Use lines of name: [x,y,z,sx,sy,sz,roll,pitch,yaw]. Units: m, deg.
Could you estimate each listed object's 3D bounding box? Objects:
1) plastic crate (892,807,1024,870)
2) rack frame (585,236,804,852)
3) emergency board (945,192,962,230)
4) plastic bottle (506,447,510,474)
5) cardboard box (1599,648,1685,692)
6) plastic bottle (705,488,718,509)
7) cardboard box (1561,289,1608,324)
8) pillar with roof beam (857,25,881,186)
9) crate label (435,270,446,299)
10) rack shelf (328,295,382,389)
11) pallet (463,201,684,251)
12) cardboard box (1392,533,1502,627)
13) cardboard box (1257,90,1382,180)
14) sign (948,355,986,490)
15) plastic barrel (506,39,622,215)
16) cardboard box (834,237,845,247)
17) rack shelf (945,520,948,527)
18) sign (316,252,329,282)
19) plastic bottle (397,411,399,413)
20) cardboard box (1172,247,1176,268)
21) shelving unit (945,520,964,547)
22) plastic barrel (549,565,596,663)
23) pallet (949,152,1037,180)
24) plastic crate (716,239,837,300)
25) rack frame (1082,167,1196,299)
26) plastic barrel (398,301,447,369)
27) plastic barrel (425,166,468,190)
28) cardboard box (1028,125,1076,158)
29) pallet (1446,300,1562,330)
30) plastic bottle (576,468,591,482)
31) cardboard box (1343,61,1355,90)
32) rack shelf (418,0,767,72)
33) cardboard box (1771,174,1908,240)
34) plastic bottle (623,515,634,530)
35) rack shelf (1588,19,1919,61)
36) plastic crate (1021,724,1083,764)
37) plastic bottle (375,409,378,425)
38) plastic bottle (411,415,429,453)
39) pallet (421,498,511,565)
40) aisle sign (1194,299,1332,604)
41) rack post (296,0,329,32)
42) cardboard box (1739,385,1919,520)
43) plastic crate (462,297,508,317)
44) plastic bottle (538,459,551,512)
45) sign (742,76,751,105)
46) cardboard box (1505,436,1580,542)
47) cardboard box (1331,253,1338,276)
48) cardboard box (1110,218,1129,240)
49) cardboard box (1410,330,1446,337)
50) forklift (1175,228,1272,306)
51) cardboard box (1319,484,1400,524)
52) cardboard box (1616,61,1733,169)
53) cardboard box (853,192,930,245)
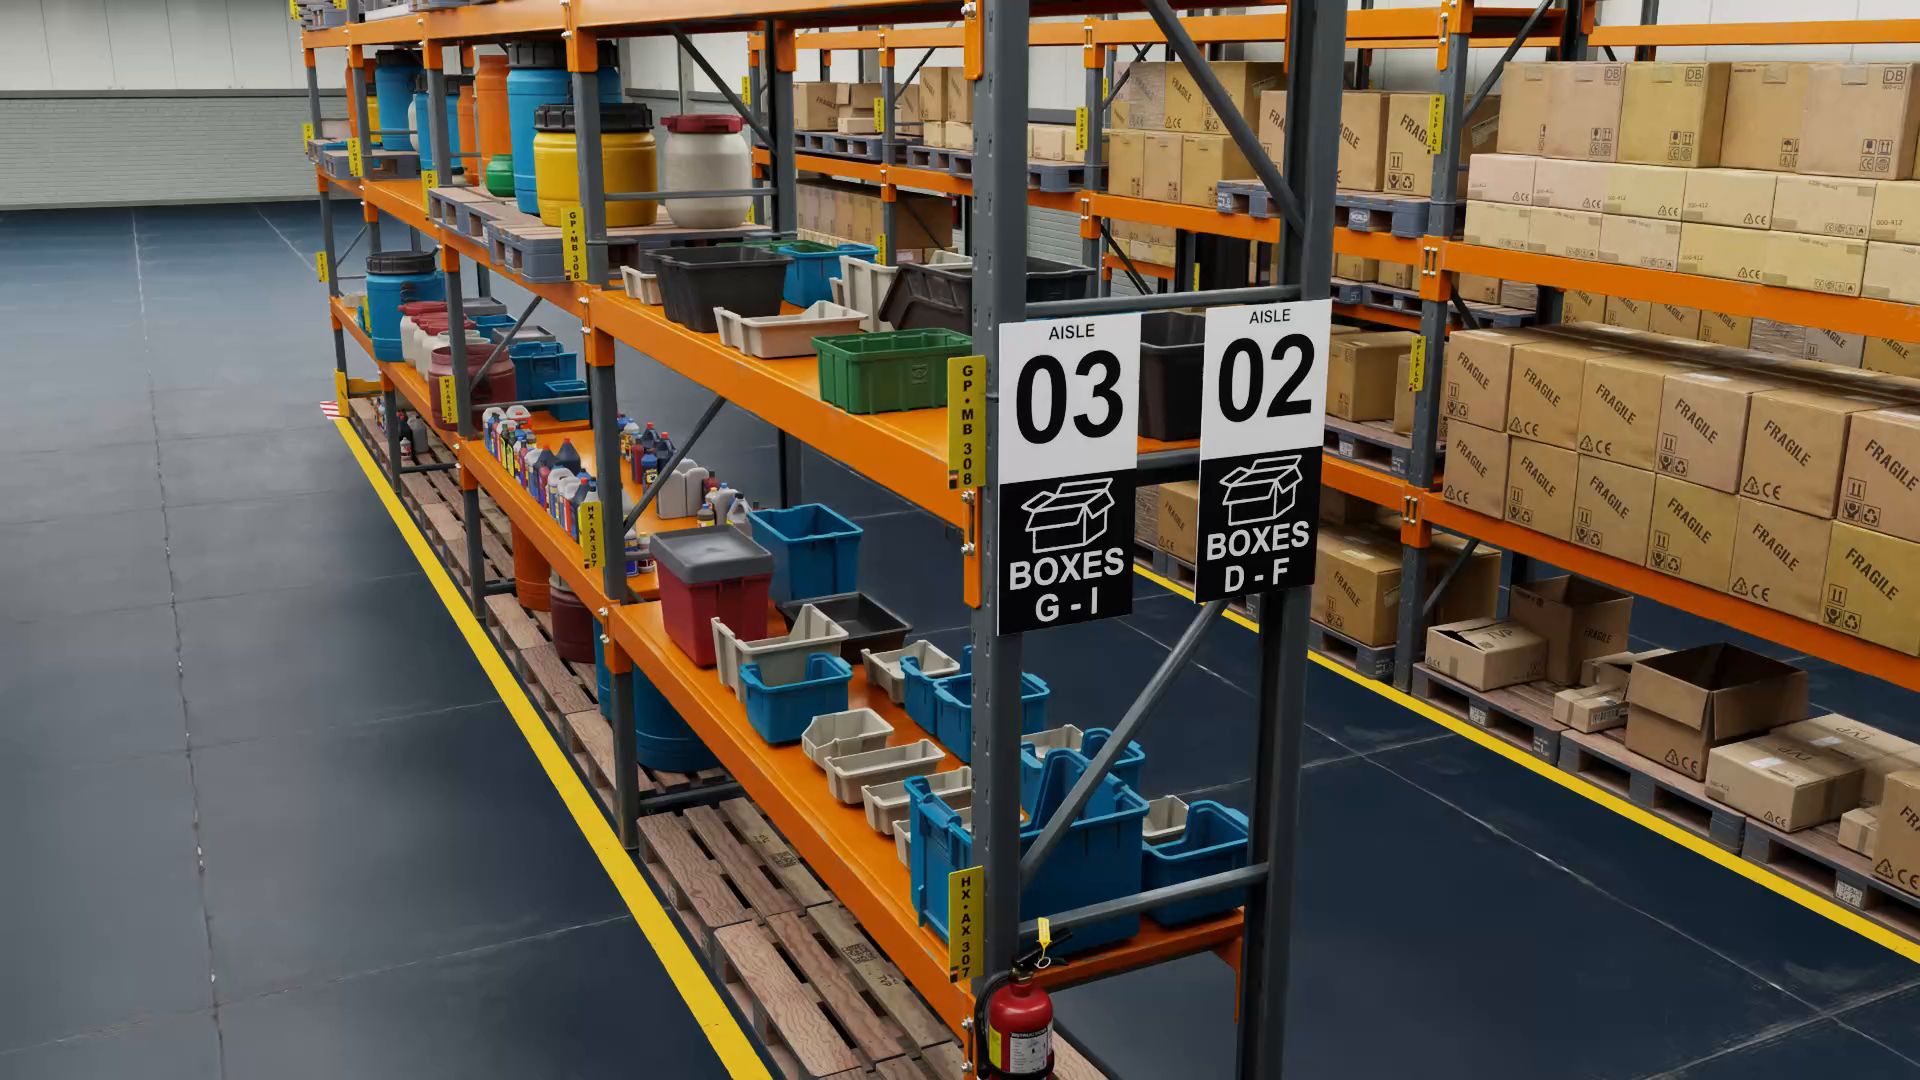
plastic crate: [-0.016,0.953,5.361,0.396,0.136,0.243,-8,18,-25]
rack frame: [-1.248,0.043,8.161,1.000,3.000,0.127,-8,18,-25]
emergency board: [-0.192,-6.165,29.797,0.194,1.169,0.643,-8,18,-25]
plastic bottle: [-2.814,-0.527,10.508,0.097,0.201,0.097,0,16,0]
cardboard box: [4.039,0.820,9.533,0.500,0.311,0.500,-8,18,-25]
plastic bottle: [-1.380,-0.193,9.345,0.097,0.201,0.097,0,16,0]
cardboard box: [5.888,-2.195,15.204,0.500,0.500,0.500,-7,17,-23]
pillar with roof beam: [-5.642,-9.399,30.189,9.100,9.000,0.400,-8,18,-25]
crate label: [-5.456,-2.525,17.049,0.502,0.435,0.616,-8,18,-25]
rack shelf: [-5.629,-2.090,16.901,1.077,0.370,4.000,-8,18,-25]
pallet: [-2.179,-1.771,9.388,1.003,0.211,1.213,-8,18,-25]
cardboard box: [3.213,0.286,11.048,0.500,0.500,0.500,-9,18,-27]
cardboard box: [2.465,-2.758,11.362,0.600,0.600,0.600,-8,18,-27]
sign: [0.017,-0.286,4.060,0.100,0.325,0.005,-8,18,-25]
plastic barrel: [-2.133,-2.246,9.031,0.600,0.901,0.708,-8,18,-25]
cardboard box: [-1.165,-3.254,18.295,0.380,0.149,0.250,-7,17,-23]
rack shelf: [0.023,-0.214,13.639,0.215,0.259,0.240,-8,18,-25]
sign: [-7.002,-3.000,18.264,0.100,0.325,0.005,-8,18,-25]
plastic bottle: [-5.520,-1.131,16.258,0.144,0.351,0.185,-8,18,-25]
cardboard box: [3.006,-3.528,20.841,0.500,0.250,0.500,-7,18,-24]
shelving unit: [0.023,-0.491,13.560,0.215,1.050,0.252,-8,18,-25]
plastic barrel: [-2.276,0.408,10.501,0.600,0.588,0.708,-8,18,-25]
pallet: [0.583,-3.331,14.826,1.003,0.211,1.213,-7,17,-22]
plastic crate: [-0.791,-1.228,7.538,0.450,0.188,0.662,-8,18,-25]
rack frame: [1.454,-1.546,13.700,1.000,3.000,0.127,-8,18,-25]
plastic barrel: [-4.531,-1.742,14.136,0.433,0.535,0.433,0,16,0]
plastic barrel: [-3.768,-2.611,12.223,0.301,0.262,0.301,0,16,0]
cardboard box: [0.718,-3.494,14.562,0.500,0.250,0.500,-8,18,-26]
pallet: [5.497,-2.217,16.387,1.213,0.211,1.003,-8,18,-25]
plastic bottle: [-2.149,-0.280,9.520,0.097,0.271,0.097,0,16,0]
cardboard box: [4.195,-5.273,19.221,0.500,0.500,0.500,-7,18,-24]
rack shelf: [-2.124,-2.798,9.216,1.077,0.370,4.000,-8,18,-25]
cardboard box: [4.069,-1.517,7.528,0.500,0.250,0.500,-8,18,-25]
plastic bottle: [-1.768,-0.030,8.777,0.097,0.201,0.097,0,16,0]
rack shelf: [6.781,-3.995,13.388,1.077,0.370,4.000,-8,18,-25]
plastic crate: [0.329,0.774,5.983,0.250,0.136,0.298,-8,18,-25]
plastic bottle: [-5.946,-1.286,17.068,0.097,0.201,0.097,0,16,0]
plastic bottle: [-5.165,-1.021,15.874,0.144,0.351,0.185,-8,18,-25]
pallet: [-3.836,-0.107,13.740,1.003,0.211,1.213,-8,18,-25]
aisle sign: [0.803,-0.232,4.409,0.394,0.787,0.004,-8,18,-25]
rack post: [-6.289,-5.373,17.065,0.937,0.300,0.954,-6,17,-19]
cardboard box: [4.063,-0.421,7.787,0.500,0.500,0.500,-7,17,-23]
plastic crate: [-4.266,-1.888,14.775,0.402,0.464,0.583,-8,18,-25]
plastic bottle: [-2.395,-0.317,9.630,0.061,0.283,0.133,-8,18,-25]
sign: [-2.553,-5.364,19.839,0.100,0.325,0.005,-8,18,-25]
cardboard box: [3.412,-0.316,9.234,0.500,0.500,0.500,-7,18,-24]
cardboard box: [4.345,-3.267,18.717,0.700,0.500,0.500,-8,18,-25]
cardboard box: [2.339,-4.272,22.077,0.500,0.500,0.500,-8,18,-25]
cardboard box: [4.917,-2.090,17.970,0.500,0.250,0.500,-8,18,-26]
forklift: [2.871,-2.162,15.970,3.031,2.935,1.130,-5,17,-18]
cardboard box: [2.775,-0.322,11.809,0.500,0.250,0.500,-8,18,-25]
cardboard box: [3.770,-2.144,8.353,0.700,0.500,0.500,-8,18,-25]
cardboard box: [-0.721,-3.444,17.780,0.700,0.500,0.500,-8,18,-25]
